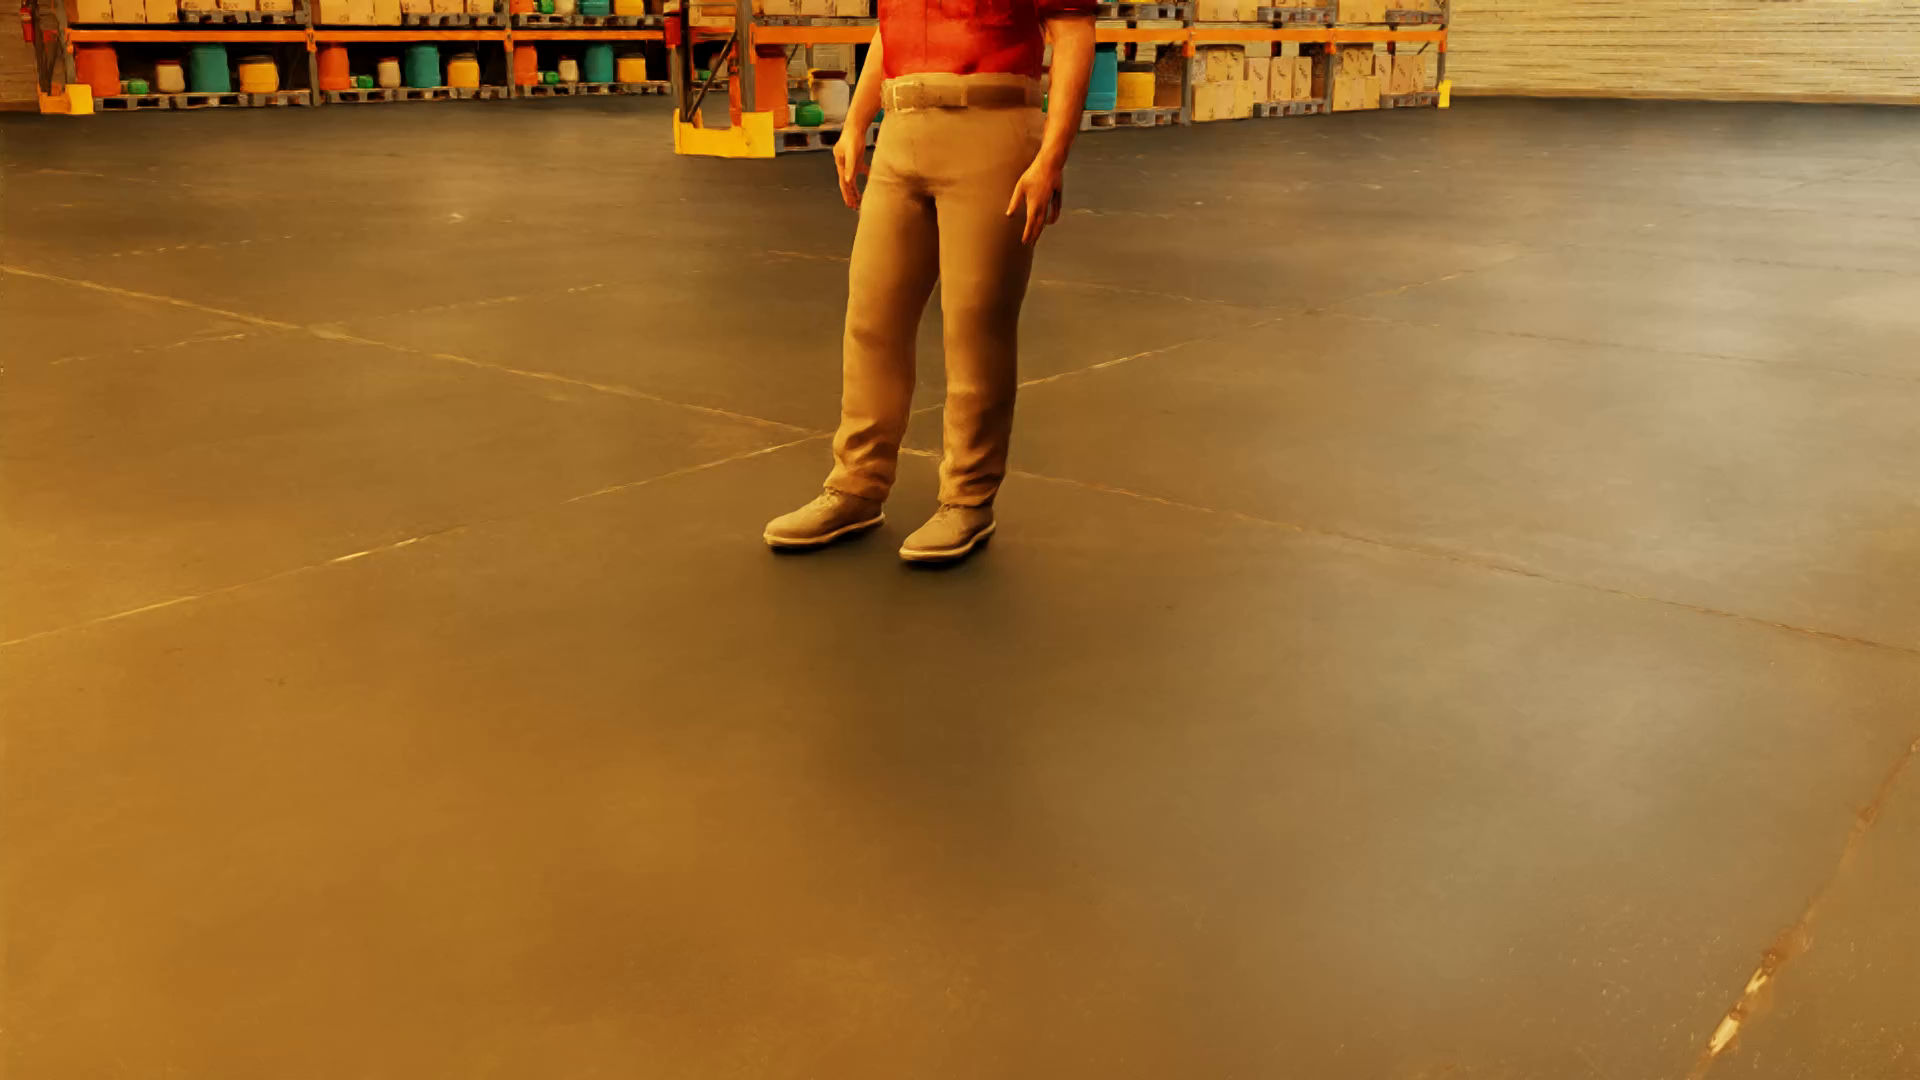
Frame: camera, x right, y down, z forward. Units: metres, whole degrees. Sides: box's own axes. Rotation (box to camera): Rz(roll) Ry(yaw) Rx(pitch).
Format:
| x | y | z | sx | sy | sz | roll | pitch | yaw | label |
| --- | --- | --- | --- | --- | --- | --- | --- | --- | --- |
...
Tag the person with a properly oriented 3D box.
| x | y | z | sx | sy | sz | roll | pitch | yaw | label |
| --- | --- | --- | --- | --- | --- | --- | --- | --- | --- |
| -0.066 | -0.816 | 3.630 | 0.640 | 1.727 | 0.550 | 13 | 21 | 37 | person |
